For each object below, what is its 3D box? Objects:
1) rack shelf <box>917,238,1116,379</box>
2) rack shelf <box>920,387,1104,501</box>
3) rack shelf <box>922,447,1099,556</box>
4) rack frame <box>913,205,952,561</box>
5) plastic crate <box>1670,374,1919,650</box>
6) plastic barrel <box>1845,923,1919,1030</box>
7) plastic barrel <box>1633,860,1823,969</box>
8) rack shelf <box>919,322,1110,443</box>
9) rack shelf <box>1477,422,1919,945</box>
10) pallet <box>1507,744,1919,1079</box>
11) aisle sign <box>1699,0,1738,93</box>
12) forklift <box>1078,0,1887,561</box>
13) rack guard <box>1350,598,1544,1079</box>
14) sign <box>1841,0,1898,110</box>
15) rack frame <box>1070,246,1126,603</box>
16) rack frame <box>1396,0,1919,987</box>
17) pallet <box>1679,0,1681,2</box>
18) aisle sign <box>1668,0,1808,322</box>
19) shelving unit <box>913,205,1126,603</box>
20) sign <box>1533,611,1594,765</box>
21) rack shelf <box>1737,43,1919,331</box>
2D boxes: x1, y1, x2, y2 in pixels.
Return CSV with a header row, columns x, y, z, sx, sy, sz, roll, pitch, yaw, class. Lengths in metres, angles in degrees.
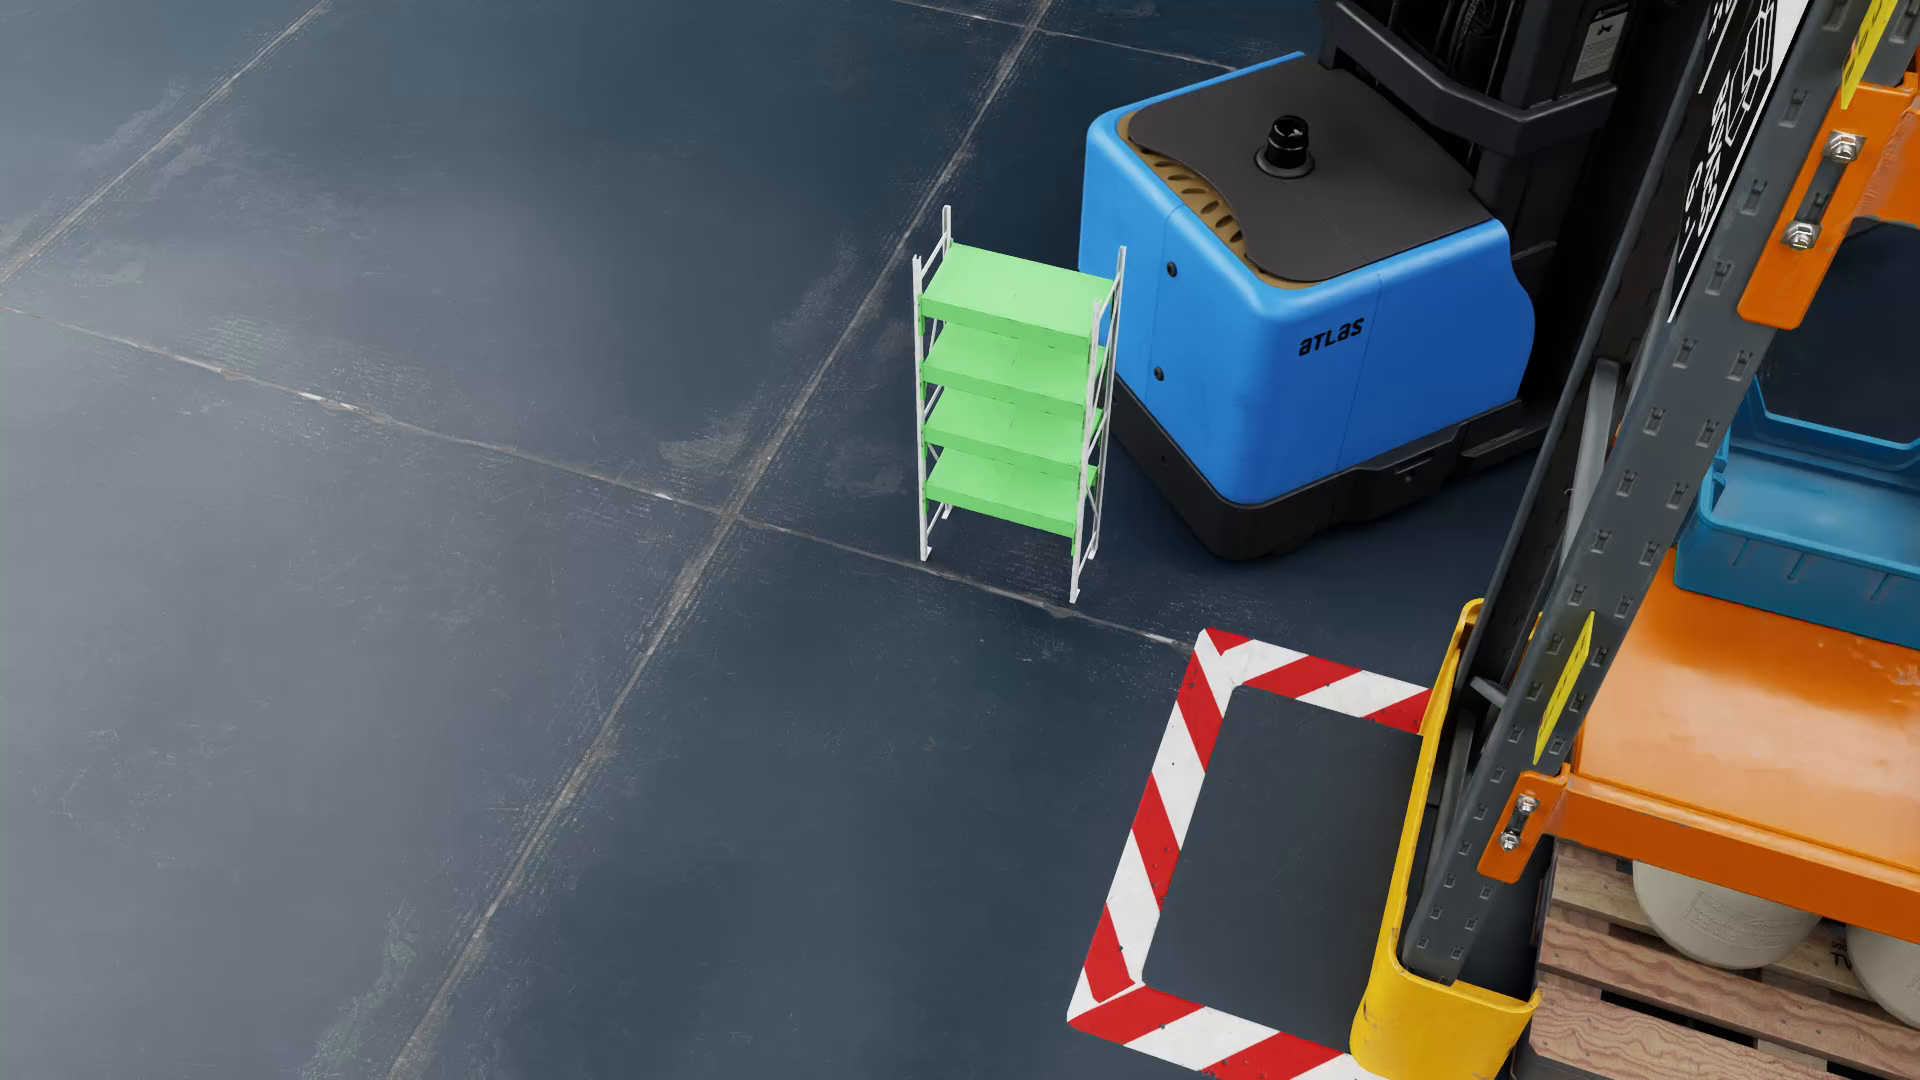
x,y,z,sx,sy,sz,roll,pitch,yaw,class
0.155,-0.622,4.445,0.480,0.148,0.258,16,51,13,rack shelf
0.155,-0.308,4.807,0.480,0.148,0.258,16,51,13,rack shelf
0.155,-0.151,4.989,0.480,0.148,0.258,16,51,13,rack shelf
-0.074,-0.414,4.814,0.015,1.200,0.240,16,51,13,rack frame
1.804,-0.072,3.426,0.616,0.251,0.499,16,51,13,plastic crate
2.345,0.887,3.865,0.421,0.512,0.421,0,49,0,plastic barrel
1.875,0.756,3.979,0.421,0.512,0.421,0,49,0,plastic barrel
0.155,-0.465,4.626,0.480,0.148,0.258,16,51,13,rack shelf
3.107,0.719,3.118,4.000,0.370,1.077,16,51,13,rack shelf
2.079,1.076,4.177,1.213,0.211,1.003,16,51,13,pallet
1.266,-1.121,2.516,0.004,0.787,0.394,16,51,13,aisle sign
1.910,-1.702,4.785,3.031,2.935,1.130,-22,52,-18,forklift
1.318,0.765,4.256,0.348,0.500,1.175,16,51,13,rack guard
1.036,-0.636,1.826,0.005,0.325,0.100,16,51,13,sign
0.384,-0.286,4.704,0.015,1.200,0.240,16,51,13,rack frame
1.231,-0.040,3.300,0.127,3.000,1.000,16,51,13,rack frame
3.683,-2.466,7.248,1.213,0.211,1.003,16,51,13,pallet
1.062,-0.703,2.154,0.004,0.787,0.394,16,51,13,aisle sign
0.155,-0.350,4.759,0.503,1.200,0.258,16,51,13,shelving unit
1.036,0.258,2.858,0.005,0.325,0.100,16,51,13,sign
3.107,-0.263,1.984,4.000,0.370,1.077,16,51,13,rack shelf
